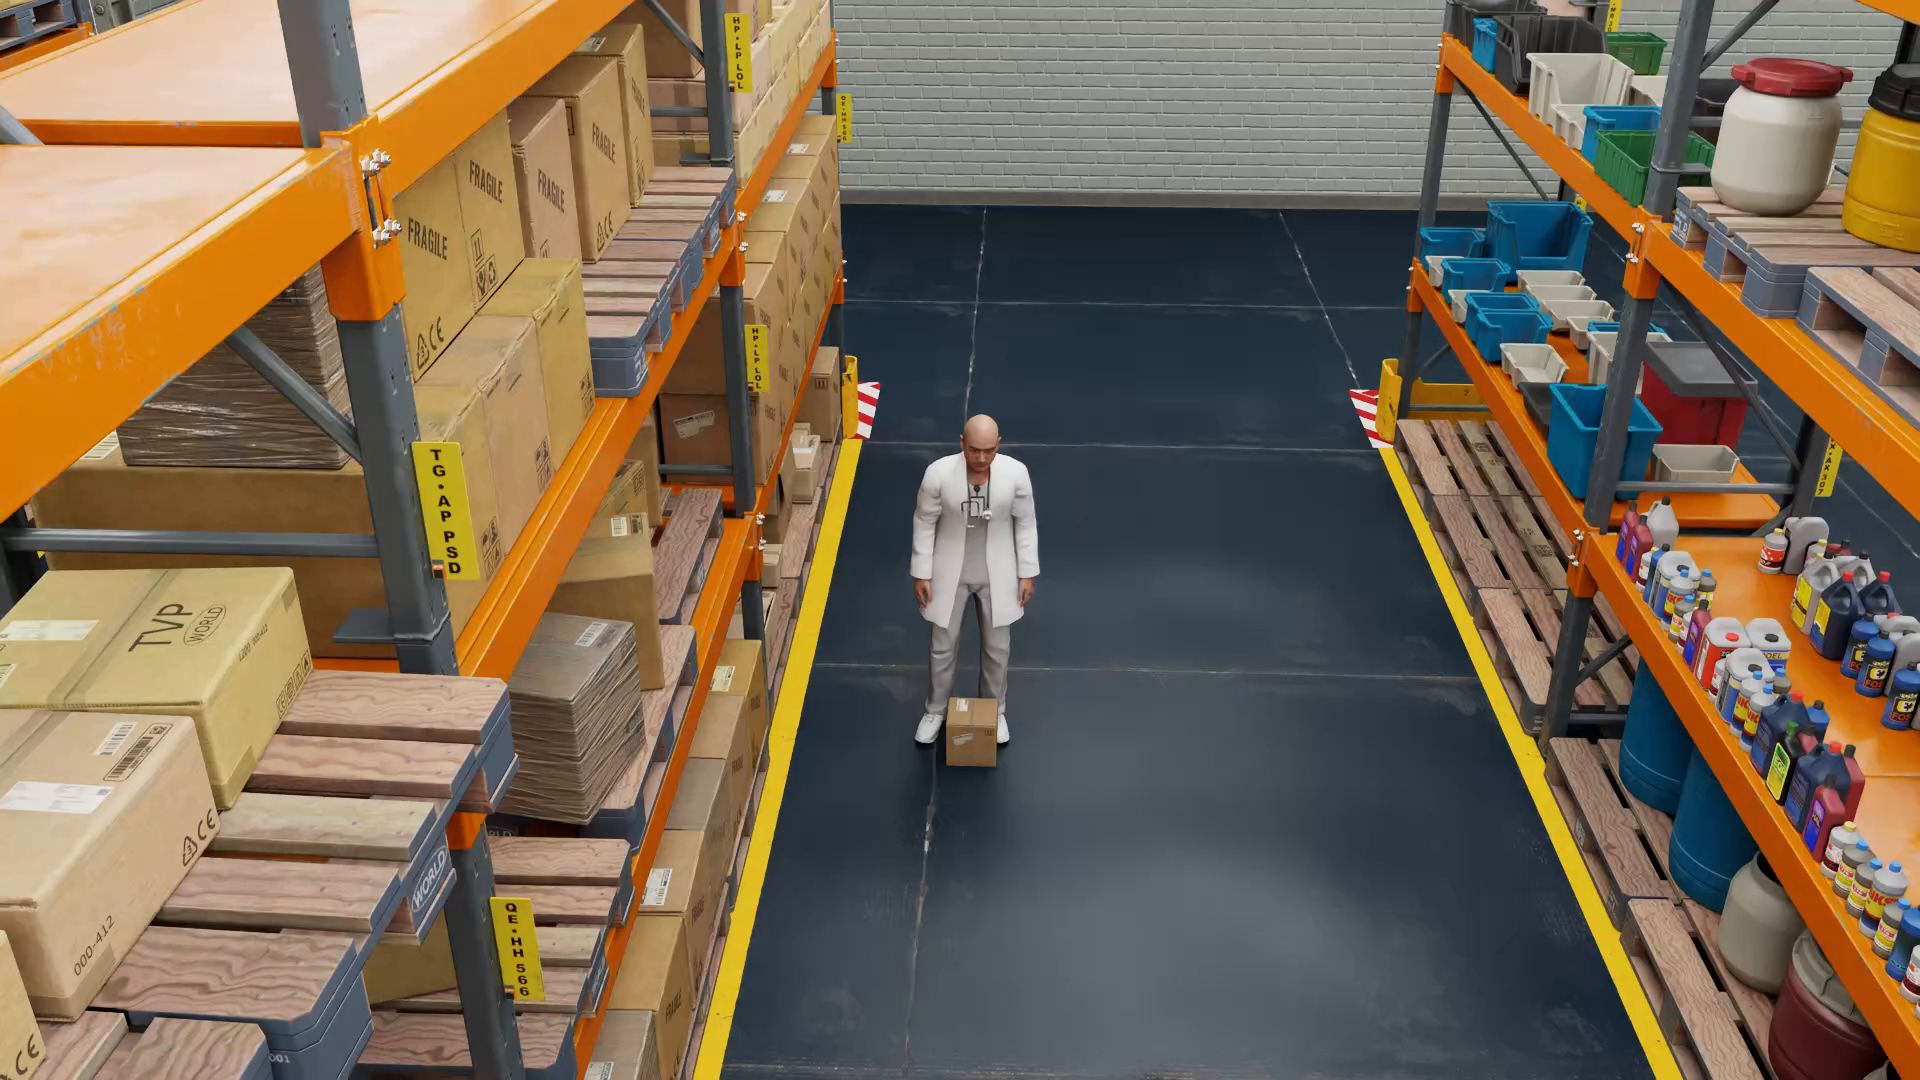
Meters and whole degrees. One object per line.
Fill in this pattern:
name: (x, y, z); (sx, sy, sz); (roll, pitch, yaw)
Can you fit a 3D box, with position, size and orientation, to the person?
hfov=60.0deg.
person: (0.074, 0.184, 8.286); (0.649, 1.773, 0.429); (-1, 28, -1)
